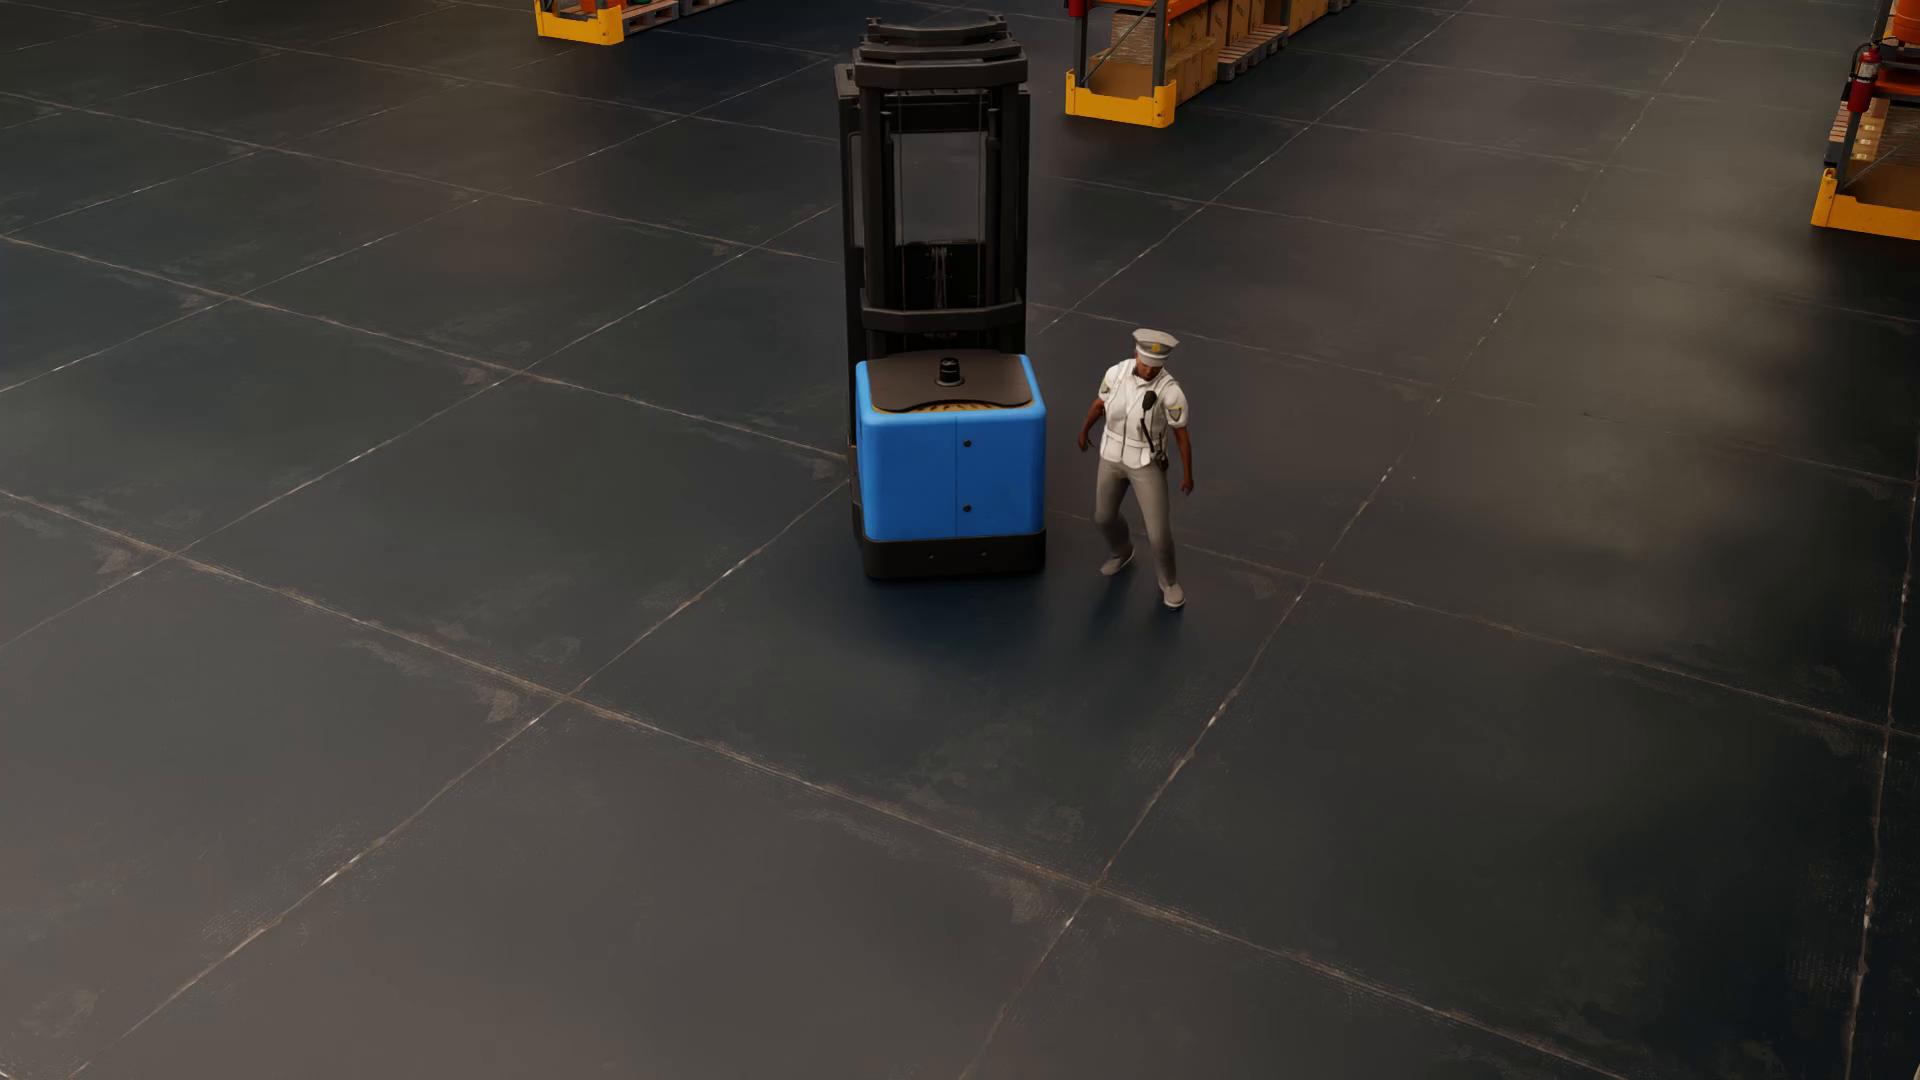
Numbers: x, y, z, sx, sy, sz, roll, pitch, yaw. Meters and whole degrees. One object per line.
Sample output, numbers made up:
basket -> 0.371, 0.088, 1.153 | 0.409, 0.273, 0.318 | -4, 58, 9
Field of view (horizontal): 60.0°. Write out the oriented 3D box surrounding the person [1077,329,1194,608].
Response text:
person -> 0.980, -0.443, 9.226 | 0.792, 1.646, 0.454 | 19, 35, 30

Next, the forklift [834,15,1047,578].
forklift -> -0.171, -1.762, 10.123 | 1.130, 2.935, 3.031 | -3, 30, -5
